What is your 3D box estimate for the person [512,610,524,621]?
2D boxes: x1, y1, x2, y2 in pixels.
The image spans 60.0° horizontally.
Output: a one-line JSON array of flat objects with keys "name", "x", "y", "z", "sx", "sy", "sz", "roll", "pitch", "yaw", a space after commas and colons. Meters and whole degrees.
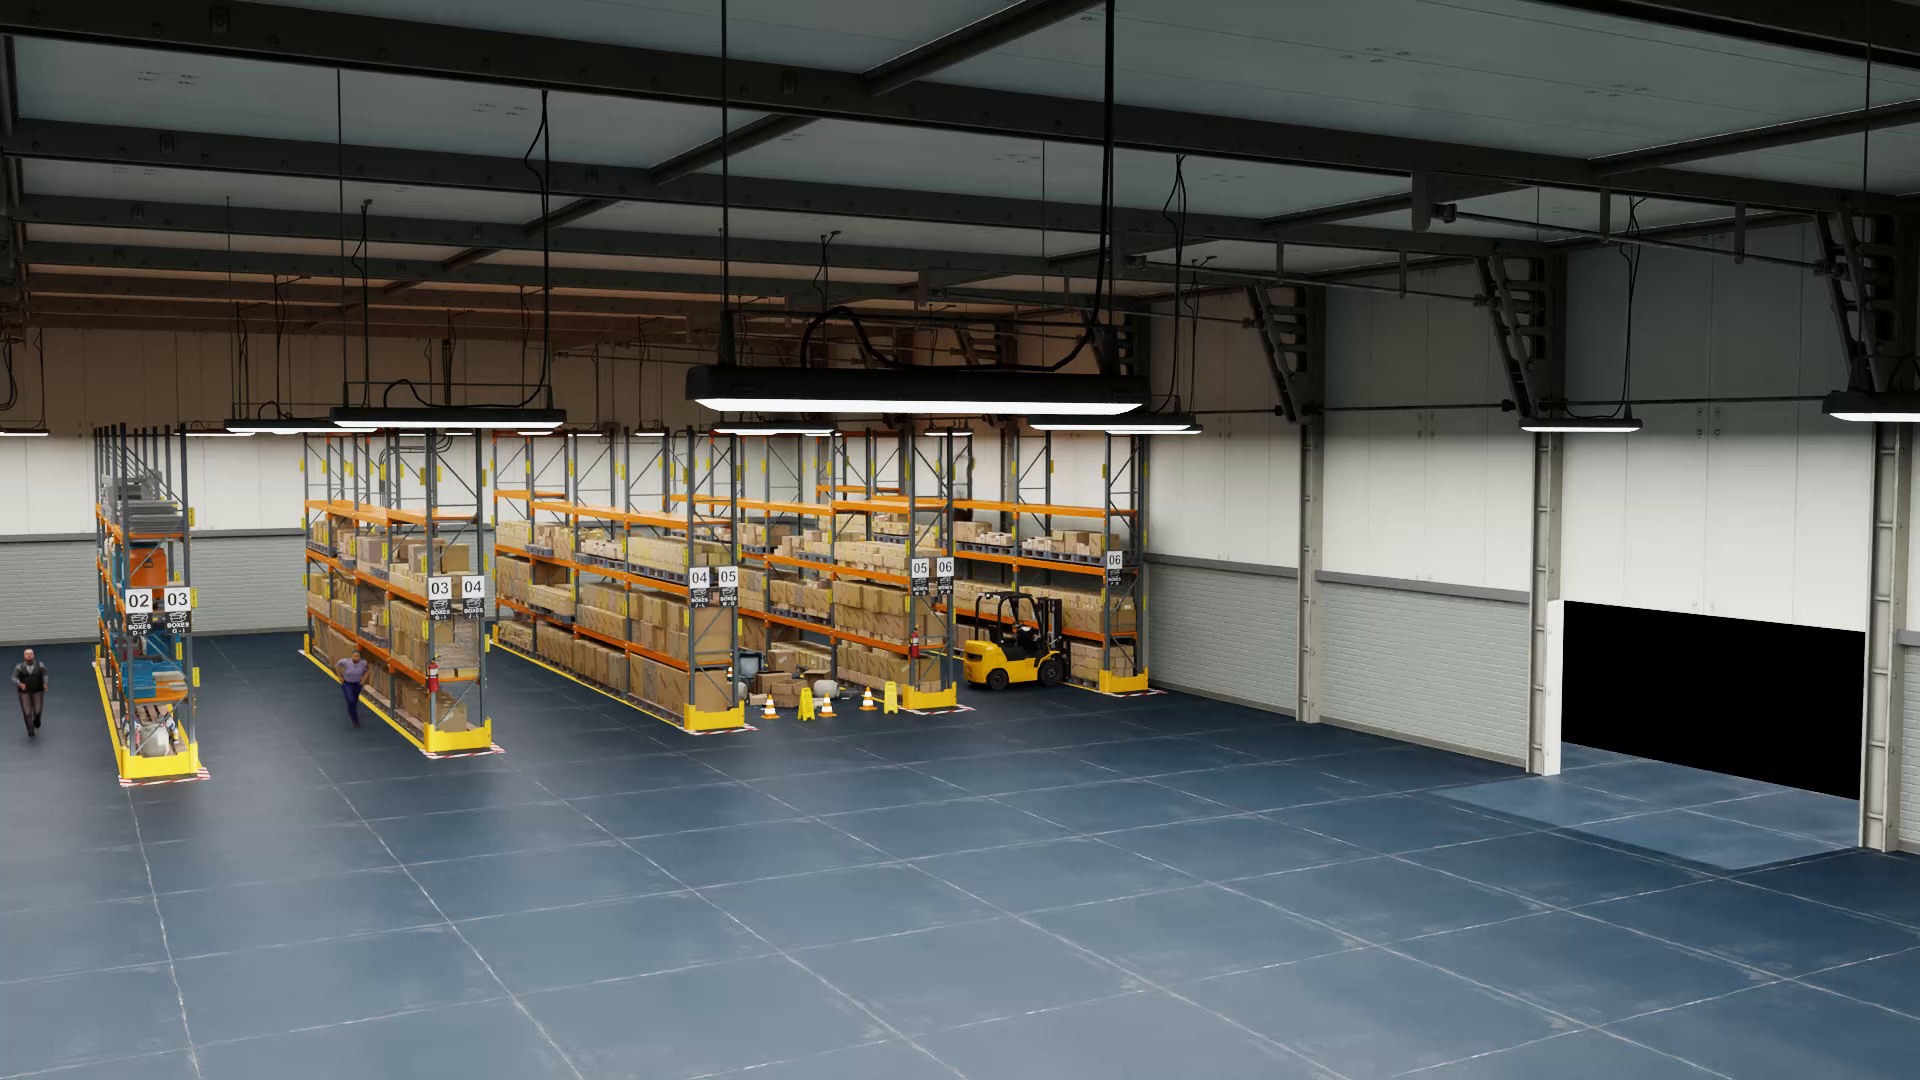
[{"name": "person", "x": -12.679, "y": 2.002, "z": 48.091, "sx": 0.785, "sy": 1.631, "sz": 0.619, "roll": -1, "pitch": 4, "yaw": -10}]

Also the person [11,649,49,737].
[{"name": "person", "x": -17.919, "y": 2.948, "z": 32.074, "sx": 0.658, "sy": 1.680, "sz": 0.579, "roll": -2, "pitch": 4, "yaw": -32}]

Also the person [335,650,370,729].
[{"name": "person", "x": -12.157, "y": 2.952, "z": 33.244, "sx": 0.644, "sy": 1.612, "sz": 0.978, "roll": -2, "pitch": 4, "yaw": -29}]
